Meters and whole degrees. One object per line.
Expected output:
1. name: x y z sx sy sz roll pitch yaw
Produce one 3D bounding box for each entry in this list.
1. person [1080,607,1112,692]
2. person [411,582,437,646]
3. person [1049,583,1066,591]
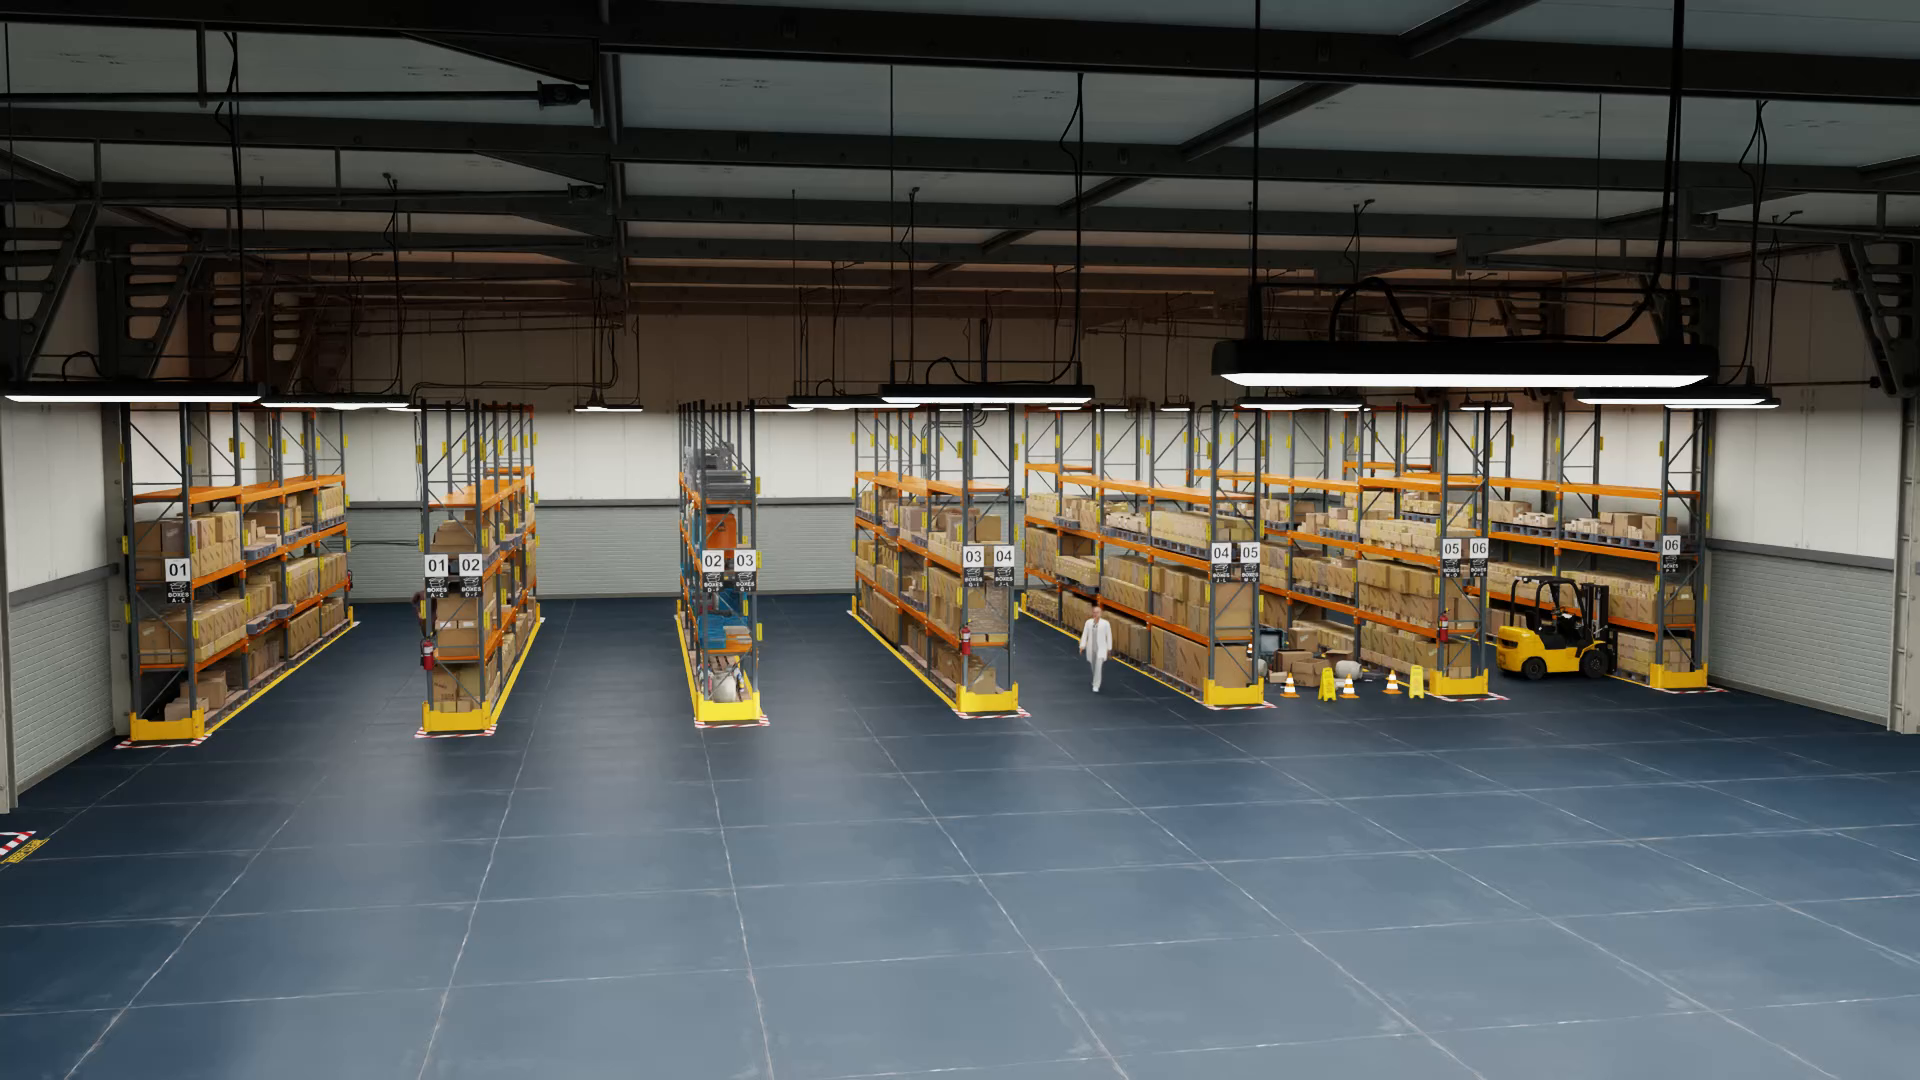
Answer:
1. person: 2.823 2.246 34.428 0.642 1.715 1.207 1 5 19
2. person: -12.989 1.830 40.577 0.691 1.684 0.665 0 4 -2
3. person: 2.946 1.117 49.870 0.999 1.686 0.505 -1 4 -11
